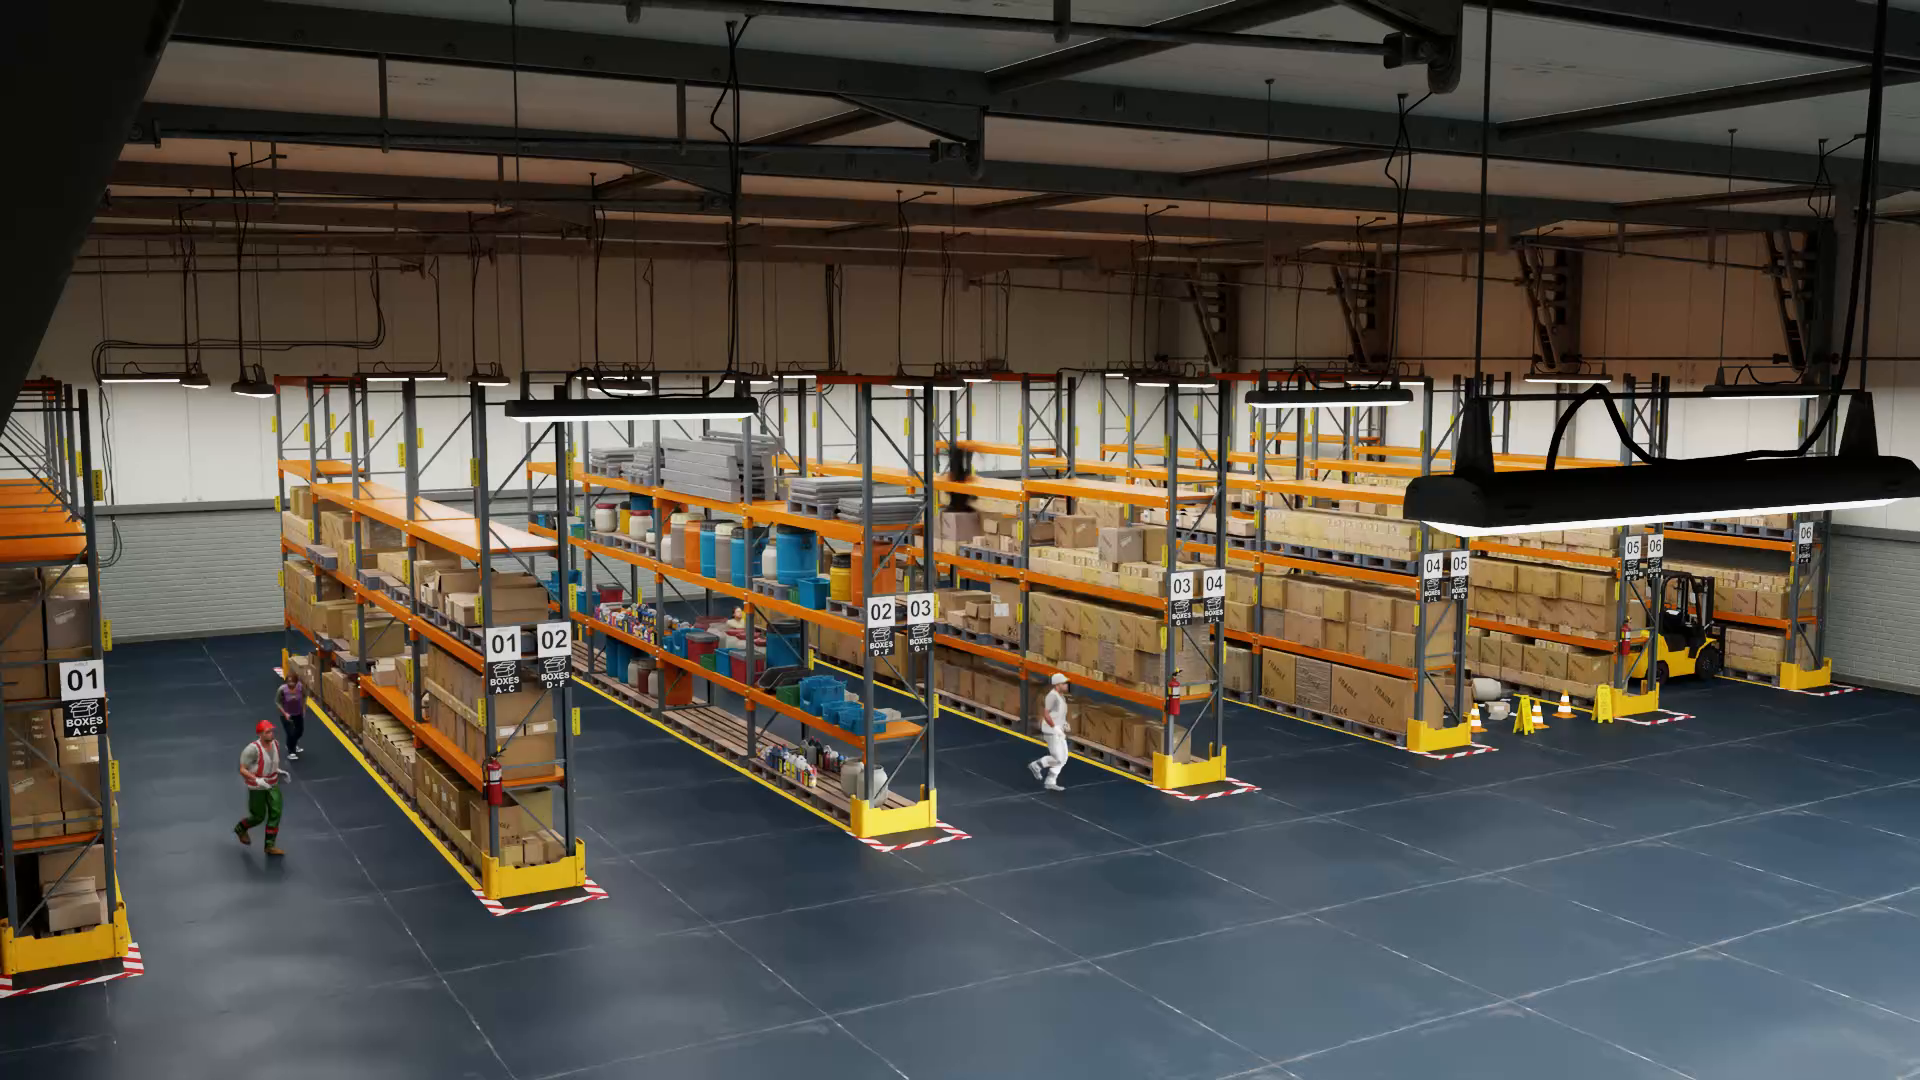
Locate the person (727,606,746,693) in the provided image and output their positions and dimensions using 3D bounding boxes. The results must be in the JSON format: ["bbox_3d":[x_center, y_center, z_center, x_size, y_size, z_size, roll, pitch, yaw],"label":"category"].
[{"bbox_3d":[-4.207,2.059,31.459,0.567,1.646,0.643,-5,8,-36],"label":"person"}]

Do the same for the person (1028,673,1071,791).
[{"bbox_3d":[1.313,2.808,24.438,0.598,1.735,0.649,3,7,24],"label":"person"}]

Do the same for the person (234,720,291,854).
[{"bbox_3d":[-9.007,3.145,21.311,0.805,1.738,0.657,4,7,30],"label":"person"}]

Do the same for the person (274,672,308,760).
[{"bbox_3d":[-10.549,2.747,26.226,0.806,1.448,0.555,6,9,44],"label":"person"}]
